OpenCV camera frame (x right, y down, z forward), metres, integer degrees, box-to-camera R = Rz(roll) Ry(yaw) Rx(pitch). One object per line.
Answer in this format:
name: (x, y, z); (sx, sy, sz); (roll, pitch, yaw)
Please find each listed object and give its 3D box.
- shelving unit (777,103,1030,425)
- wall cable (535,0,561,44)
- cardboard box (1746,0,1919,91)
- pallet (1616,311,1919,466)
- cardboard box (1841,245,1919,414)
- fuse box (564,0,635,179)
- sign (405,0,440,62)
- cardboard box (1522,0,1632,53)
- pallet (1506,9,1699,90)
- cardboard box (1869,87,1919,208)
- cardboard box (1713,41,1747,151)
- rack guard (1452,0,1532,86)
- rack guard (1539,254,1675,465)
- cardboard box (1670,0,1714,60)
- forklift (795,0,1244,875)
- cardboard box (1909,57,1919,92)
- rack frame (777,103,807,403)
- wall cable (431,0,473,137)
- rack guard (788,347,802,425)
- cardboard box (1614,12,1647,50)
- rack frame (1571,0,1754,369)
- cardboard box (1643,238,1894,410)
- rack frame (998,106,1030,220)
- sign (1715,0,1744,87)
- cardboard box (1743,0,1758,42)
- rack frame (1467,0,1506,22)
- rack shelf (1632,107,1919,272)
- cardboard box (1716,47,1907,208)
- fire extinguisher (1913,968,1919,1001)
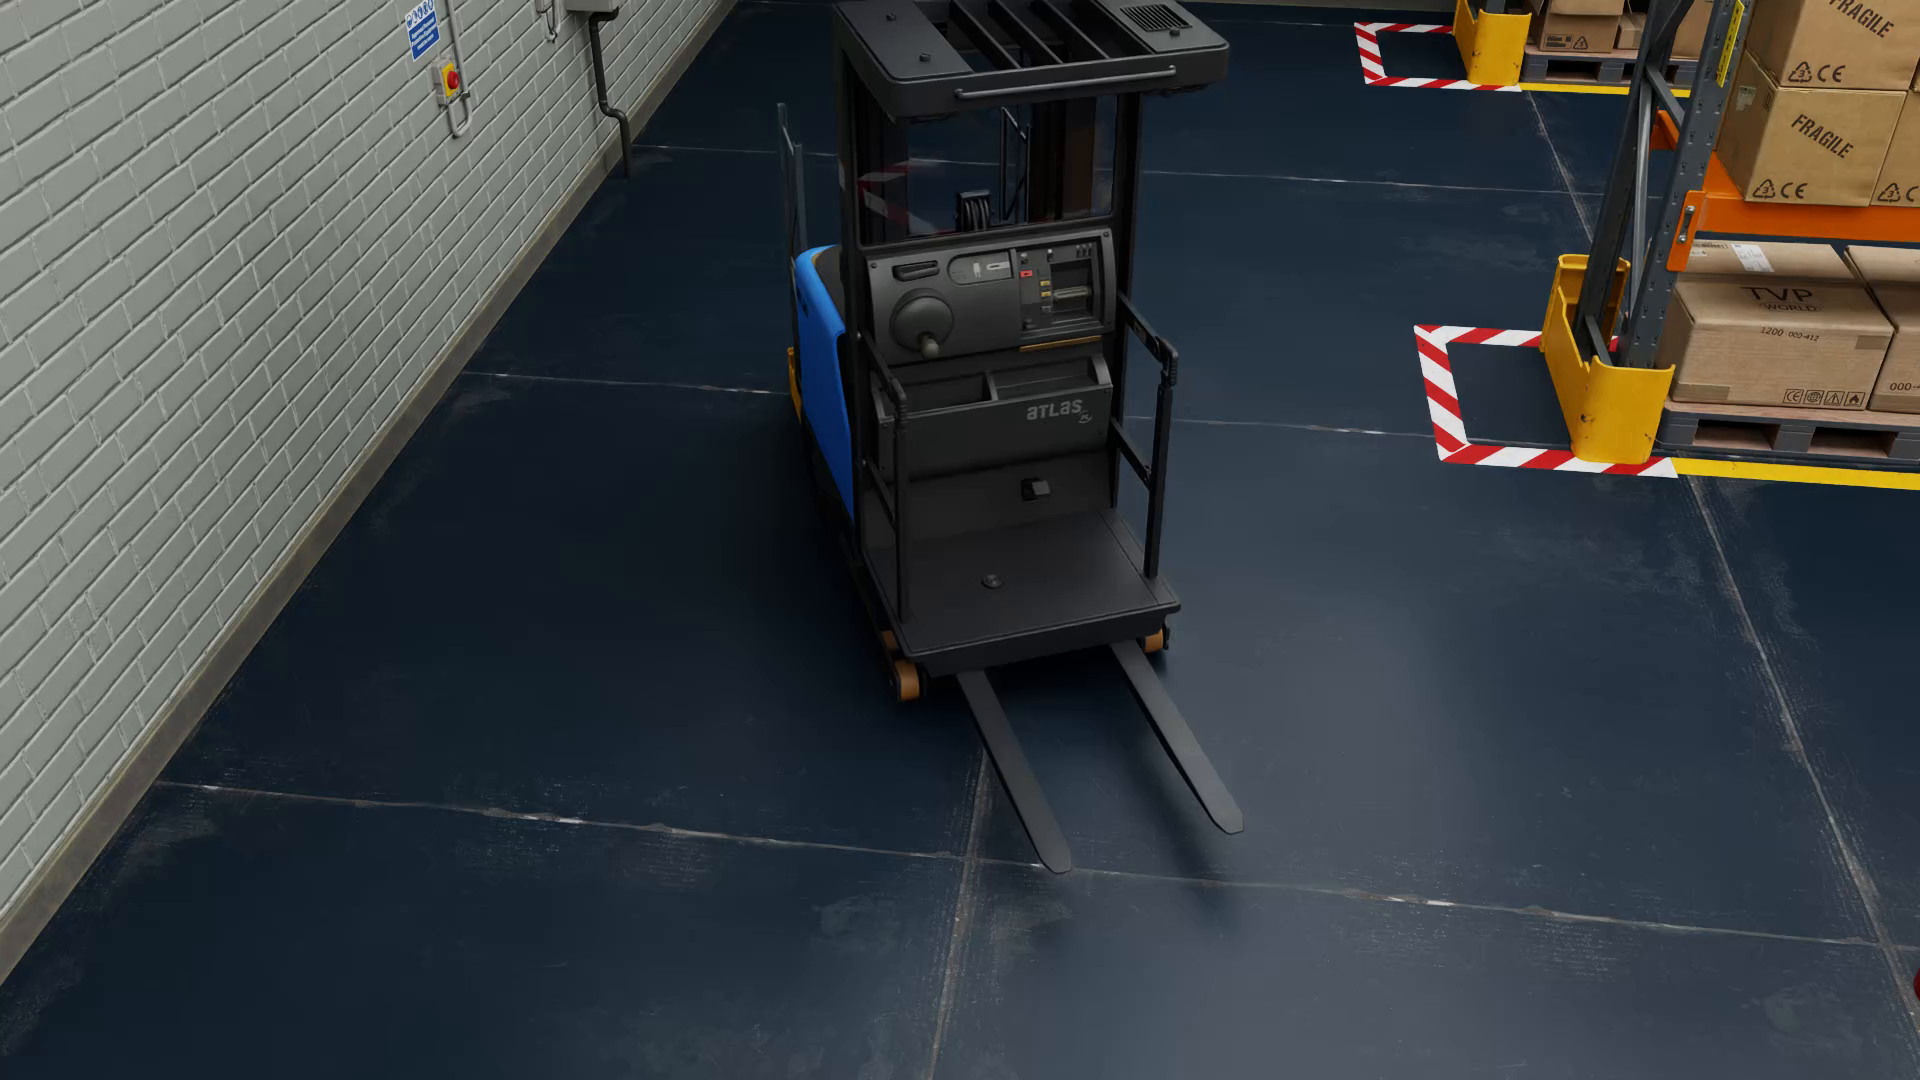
shelving unit: (-0.253, -1.253, 7.715); (1.083, 1.500, 0.587); (-8, 36, -11)
wall cable: (-2.284, -3.548, 8.765); (0.122, 1.984, 0.588); (4, 36, 6)
cardboard box: (3.582, -2.161, 6.749); (0.500, 0.500, 0.500); (4, 36, 5)
pallet: (3.946, -0.764, 8.138); (1.213, 0.211, 1.003); (4, 36, 6)
cardboard box: (4.719, -0.987, 7.895); (0.875, 0.438, 0.875); (5, 36, 7)
fuse box: (-2.041, -2.992, 9.969); (0.414, 1.711, 0.539); (4, 36, 6)
sign: (-2.520, -2.403, 7.803); (0.001, 0.218, 0.327); (4, 36, 6)
cardboard box: (4.366, -3.828, 11.819); (0.637, 0.503, 0.797); (3, 36, 4)
pallet: (4.637, -3.574, 12.076); (1.213, 0.211, 1.003); (4, 36, 6)
cardboard box: (4.087, -1.731, 7.008); (0.500, 0.500, 0.500); (4, 36, 5)
cardboard box: (3.655, -2.070, 7.483); (0.500, 0.500, 0.500); (4, 36, 6)
rack guard: (3.847, -3.750, 12.074); (0.348, 0.500, 1.175); (4, 36, 6)
rack guard: (3.119, -0.897, 8.077); (0.348, 0.500, 1.175); (4, 36, 6)
cardboard box: (5.209, -3.741, 11.700); (0.500, 0.500, 0.700); (6, 36, 8)
forklift: (0.187, -0.833, 5.894); (1.130, 2.935, 3.031); (-10, 37, -14)
cardboard box: (4.096, -2.127, 6.701); (0.500, 0.500, 0.500); (3, 36, 5)
rack frame: (-0.739, -1.187, 7.622); (0.032, 1.500, 0.500); (-8, 36, -11)
wall cable: (-2.453, -2.743, 7.610); (0.123, 1.953, 0.585); (4, 36, 6)
rack guard: (-0.738, -0.679, 7.986); (0.087, 0.250, 0.587); (-8, 36, -11)
cardboard box: (4.782, -3.630, 11.847); (0.250, 0.149, 0.380); (3, 36, 4)
rack frame: (3.143, -1.913, 7.348); (0.127, 3.000, 1.000); (4, 36, 6)
cardboard box: (3.810, -1.050, 7.983); (0.875, 0.438, 0.875); (3, 36, 4)
rack frame: (0.251, -1.322, 7.811); (0.032, 1.500, 0.500); (-8, 36, -11)
sign: (3.066, -1.978, 6.626); (0.005, 0.325, 0.100); (4, 36, 6)
cardboard box: (3.651, -2.462, 7.171); (0.500, 0.500, 0.500); (5, 36, 8)
rack frame: (3.771, -4.773, 11.356); (0.127, 3.000, 1.000); (4, 36, 6)
rack shelf: (5.126, -1.472, 7.350); (4.000, 0.370, 1.077); (4, 36, 6)
cardboard box: (3.582, -1.753, 7.037); (0.500, 0.500, 0.500); (4, 36, 6)
fire extinguisher: (2.421, 0.846, 3.871); (0.183, 0.674, 0.296); (4, 36, 6)
